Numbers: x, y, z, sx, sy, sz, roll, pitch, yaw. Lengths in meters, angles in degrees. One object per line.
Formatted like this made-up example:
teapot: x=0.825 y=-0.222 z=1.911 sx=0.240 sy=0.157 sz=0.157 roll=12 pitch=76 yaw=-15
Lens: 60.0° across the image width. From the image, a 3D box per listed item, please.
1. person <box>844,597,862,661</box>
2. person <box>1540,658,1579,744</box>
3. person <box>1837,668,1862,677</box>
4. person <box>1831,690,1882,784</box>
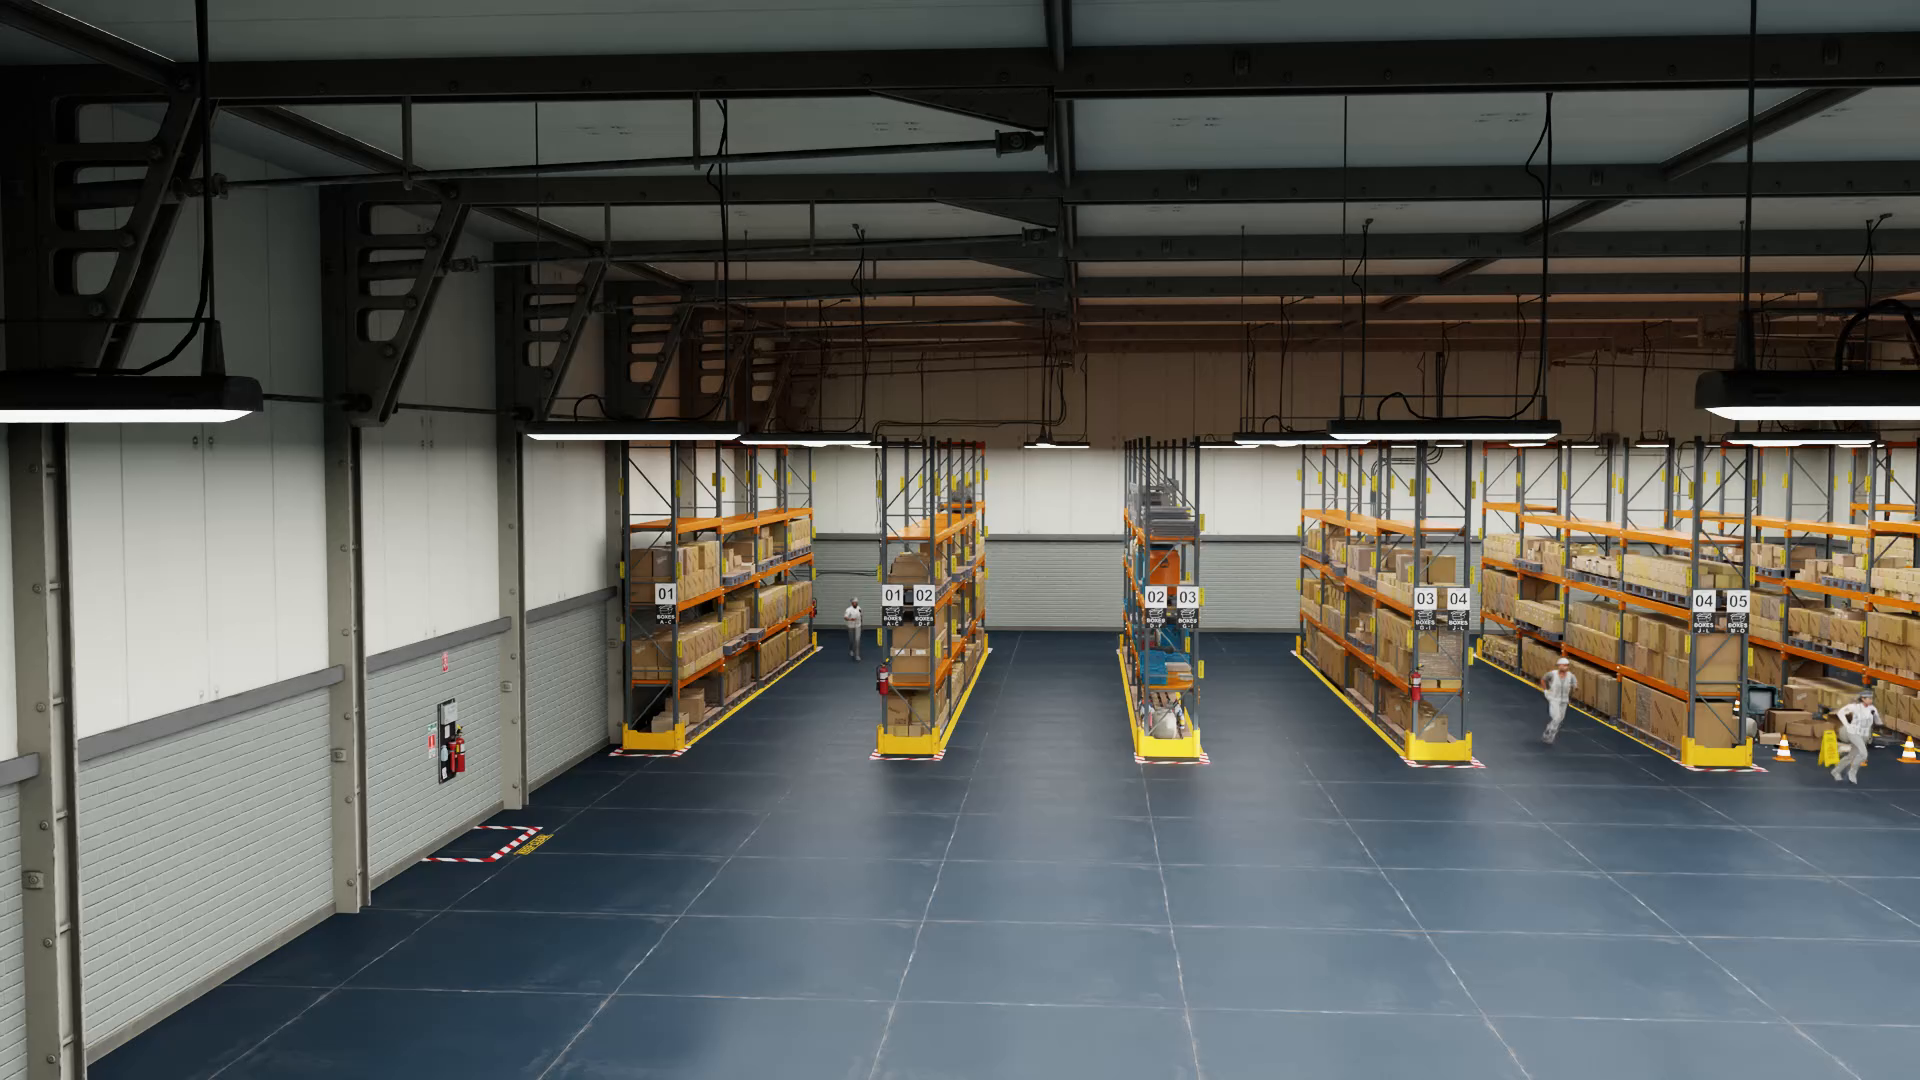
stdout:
person: x=-2.940 y=2.430 z=45.802 sx=0.555 sy=1.728 sz=0.865 roll=-1 pitch=3 yaw=-16
person: x=11.656 y=3.126 z=32.219 sx=0.574 sy=1.717 sz=0.872 roll=0 pitch=3 yaw=-9
person: x=22.407 y=2.609 z=41.842 sx=0.679 sy=1.741 sz=0.834 roll=-1 pitch=3 yaw=-15
person: x=15.506 y=3.373 z=28.684 sx=0.513 sy=1.622 sz=0.793 roll=-1 pitch=3 yaw=-24
